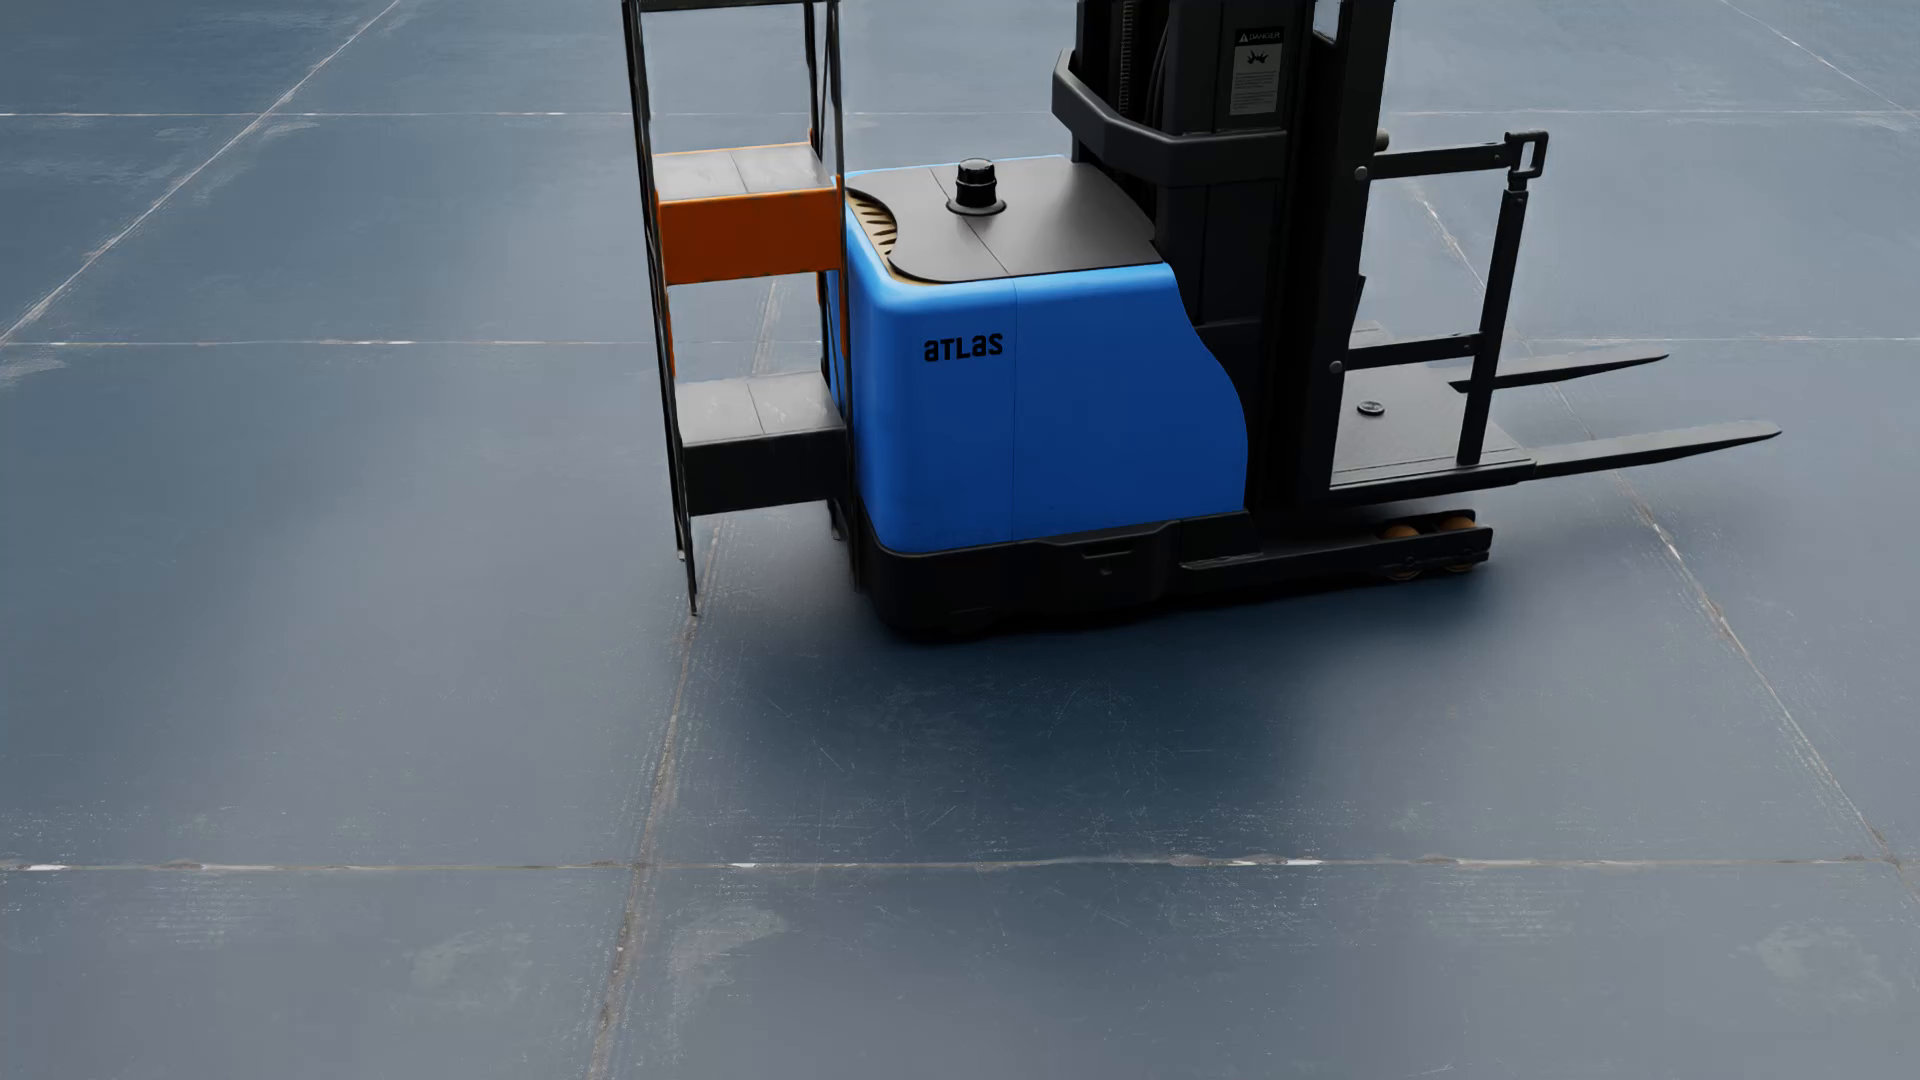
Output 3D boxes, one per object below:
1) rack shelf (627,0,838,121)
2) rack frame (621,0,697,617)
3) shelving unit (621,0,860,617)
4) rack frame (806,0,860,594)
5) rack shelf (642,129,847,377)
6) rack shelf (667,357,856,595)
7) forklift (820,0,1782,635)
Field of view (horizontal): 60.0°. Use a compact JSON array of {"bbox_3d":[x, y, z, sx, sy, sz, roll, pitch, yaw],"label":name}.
[{"bbox_3d":[-0.593,-1.392,4.198,0.480,0.518,0.431,-8,32,-12],"label":"rack shelf"},{"bbox_3d":[-0.829,-0.774,4.501,0.015,2.100,0.400,-8,32,-12],"label":"rack frame"},{"bbox_3d":[-0.593,-0.806,4.554,0.503,2.100,0.431,-8,32,-12],"label":"shelving unit"},{"bbox_3d":[-0.357,-0.837,4.606,0.015,2.100,0.400,-8,32,-12],"label":"rack frame"},{"bbox_3d":[-0.593,-0.794,4.561,0.480,0.518,0.431,-8,32,-12],"label":"rack shelf"},{"bbox_3d":[-0.593,-0.196,4.924,0.480,0.518,0.431,-8,32,-12],"label":"rack shelf"},{"bbox_3d":[1.126,-1.388,4.712,3.031,2.935,1.130,-8,32,-12],"label":"forklift"}]
